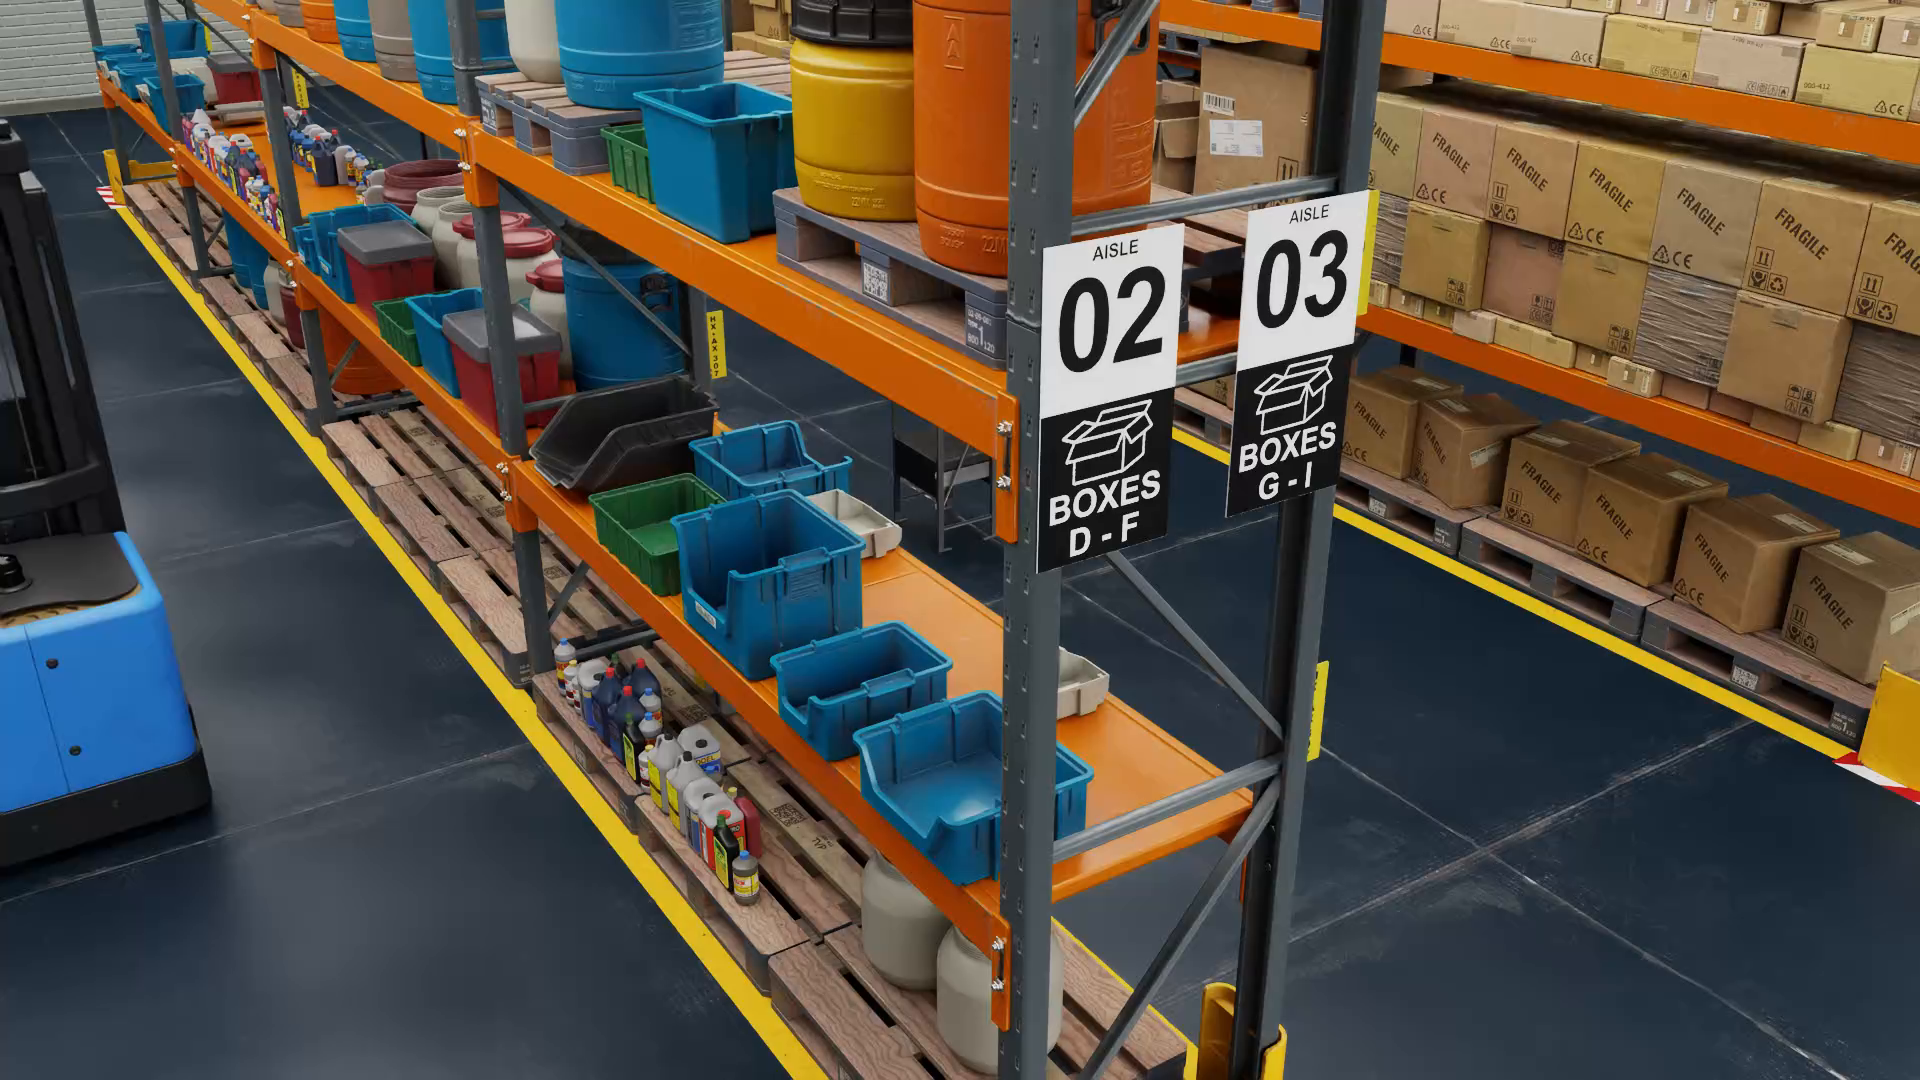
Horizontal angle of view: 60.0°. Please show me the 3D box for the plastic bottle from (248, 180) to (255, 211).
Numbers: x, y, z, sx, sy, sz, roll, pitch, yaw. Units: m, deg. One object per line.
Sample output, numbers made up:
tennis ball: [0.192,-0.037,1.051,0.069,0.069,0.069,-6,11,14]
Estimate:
plastic bottle: [-4.881,-2.395,11.543,0.097,0.201,0.097,0,25,0]

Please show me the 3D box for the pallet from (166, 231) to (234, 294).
pallet: [-6.428,-2.526,14.854,1.003,0.211,1.213,-16,29,-30]

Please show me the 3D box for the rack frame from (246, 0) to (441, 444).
rack frame: [-3.810,-2.103,10.690,1.000,3.000,0.127,-16,29,-30]

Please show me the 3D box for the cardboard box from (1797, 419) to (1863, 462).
cardboard box: [4.063,-0.503,7.596,0.380,0.149,0.250,-16,29,-30]

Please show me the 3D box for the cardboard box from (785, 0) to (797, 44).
cardboard box: [-1.124,-4.712,14.925,0.797,0.503,0.637,-15,29,-29]

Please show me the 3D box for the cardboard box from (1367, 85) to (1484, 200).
cardboard box: [2.556,-2.238,9.340,0.500,0.500,0.500,-16,29,-30]

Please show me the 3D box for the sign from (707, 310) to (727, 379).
sign: [-1.160,-0.921,7.864,0.100,0.325,0.005,-16,29,-30]

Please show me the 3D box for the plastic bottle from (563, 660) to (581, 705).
plastic bottle: [-1.765,0.647,7.628,0.097,0.201,0.097,0,25,0]

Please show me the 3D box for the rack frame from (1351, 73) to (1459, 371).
rack frame: [2.523,-1.826,10.105,1.000,3.000,0.127,-16,29,-30]

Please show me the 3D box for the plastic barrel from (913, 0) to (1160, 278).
plastic barrel: [0.185,-1.126,4.113,0.600,0.830,0.708,-16,29,-30]

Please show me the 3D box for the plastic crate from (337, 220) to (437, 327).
plastic crate: [-3.185,-1.482,9.301,0.402,0.464,0.583,-16,29,-30]

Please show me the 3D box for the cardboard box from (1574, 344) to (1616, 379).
cardboard box: [3.393,-0.953,8.550,0.380,0.149,0.250,-16,29,-30]

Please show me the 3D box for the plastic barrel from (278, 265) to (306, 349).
plastic barrel: [-4.708,-1.777,12.333,0.600,0.588,0.708,-16,29,-30]

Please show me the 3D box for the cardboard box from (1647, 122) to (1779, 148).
cardboard box: [3.816,-1.824,8.463,0.500,0.500,0.500,-16,29,-30]

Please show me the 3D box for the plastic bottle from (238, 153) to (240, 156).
plastic bottle: [-5.135,-2.632,11.948,0.061,0.283,0.133,-16,29,-30]

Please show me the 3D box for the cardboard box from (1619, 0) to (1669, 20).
cardboard box: [3.355,-2.565,7.865,0.380,0.149,0.250,-15,29,-28]

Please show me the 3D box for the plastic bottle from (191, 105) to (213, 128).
plastic bottle: [-6.051,-3.295,13.274,0.144,0.351,0.185,-16,29,-30]

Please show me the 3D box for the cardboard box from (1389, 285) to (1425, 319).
cardboard box: [2.674,-1.390,9.476,0.380,0.149,0.250,-16,29,-30]

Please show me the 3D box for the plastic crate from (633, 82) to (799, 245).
plastic crate: [-0.736,-1.202,5.288,0.392,0.384,0.575,-16,29,-30]

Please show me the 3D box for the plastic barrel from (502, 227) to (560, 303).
plastic barrel: [-2.366,-1.389,9.020,0.433,0.535,0.433,0,25,0]

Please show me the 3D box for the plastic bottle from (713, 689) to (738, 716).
plastic bottle: [-1.039,0.636,7.564,0.152,0.276,0.135,-16,29,-30]

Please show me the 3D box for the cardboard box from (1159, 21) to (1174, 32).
cardboard box: [2.353,-5.538,17.769,0.380,0.149,0.250,-15,29,-29]

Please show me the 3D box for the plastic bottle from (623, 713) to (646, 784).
plastic bottle: [-1.376,0.879,7.041,0.061,0.283,0.133,-14,29,-27]

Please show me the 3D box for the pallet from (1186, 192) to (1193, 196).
pallet: [1.454,-2.472,11.697,1.003,0.211,1.213,-16,29,-30]

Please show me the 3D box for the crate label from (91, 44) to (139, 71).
crate label: [-8.319,-4.751,16.425,0.416,0.233,0.303,-16,29,-30]

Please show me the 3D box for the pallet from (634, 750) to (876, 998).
pallet: [-0.625,1.276,6.800,1.003,0.211,1.213,-16,29,-30]

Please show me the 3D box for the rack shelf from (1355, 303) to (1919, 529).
rack shelf: [3.615,-0.786,8.743,1.077,0.370,4.000,-16,29,-30]

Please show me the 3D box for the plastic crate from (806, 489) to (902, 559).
plastic crate: [-0.528,-0.031,6.611,0.530,0.136,0.437,-16,29,-30]

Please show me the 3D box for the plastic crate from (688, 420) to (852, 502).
plastic crate: [-0.795,-0.272,6.987,0.499,0.251,0.616,-16,29,-30]

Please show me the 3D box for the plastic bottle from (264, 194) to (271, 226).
plastic bottle: [-4.615,-2.221,11.174,0.097,0.201,0.097,0,25,0]

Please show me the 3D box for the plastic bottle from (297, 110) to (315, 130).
plastic bottle: [-5.117,-3.192,13.057,0.144,0.351,0.185,-16,29,-30]

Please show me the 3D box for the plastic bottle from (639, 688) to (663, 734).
plastic bottle: [-1.353,0.772,7.282,0.097,0.271,0.097,0,25,0]

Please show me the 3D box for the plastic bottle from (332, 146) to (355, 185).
plastic bottle: [-4.533,-2.773,12.255,0.152,0.276,0.135,-16,29,-30]

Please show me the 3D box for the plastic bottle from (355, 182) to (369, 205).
plastic bottle: [-4.123,-2.373,11.495,0.097,0.201,0.097,0,25,0]

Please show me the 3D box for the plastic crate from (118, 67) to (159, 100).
plastic crate: [-7.436,-4.172,15.200,0.416,0.233,0.300,-16,29,-30]

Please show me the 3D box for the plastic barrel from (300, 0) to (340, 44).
plastic barrel: [-3.187,-3.075,8.733,0.600,0.830,0.708,-16,29,-30]

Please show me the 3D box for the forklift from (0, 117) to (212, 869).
forklift: [-4.496,-0.534,7.447,1.130,2.935,3.031,-16,30,-31]

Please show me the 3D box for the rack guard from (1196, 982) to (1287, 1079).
rack guard: [0.476,1.873,5.197,1.175,0.500,0.348,-16,29,-30]

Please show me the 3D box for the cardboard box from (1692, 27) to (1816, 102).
cardboard box: [3.683,-2.161,7.475,0.500,0.250,0.500,-15,29,-28]

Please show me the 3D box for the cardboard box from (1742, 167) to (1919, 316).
cardboard box: [3.922,-1.344,7.447,0.500,0.500,0.500,-16,29,-30]

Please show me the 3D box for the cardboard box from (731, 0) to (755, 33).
cardboard box: [-2.319,-5.196,16.191,0.500,0.500,0.500,-15,29,-28]

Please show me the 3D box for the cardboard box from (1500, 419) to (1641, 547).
cardboard box: [3.432,-0.327,9.364,0.500,0.500,0.500,-19,31,-34]

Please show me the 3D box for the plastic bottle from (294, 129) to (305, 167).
plastic bottle: [-5.054,-3.015,12.773,0.097,0.271,0.097,0,25,0]

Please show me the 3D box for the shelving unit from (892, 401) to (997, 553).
shelving unit: [-0.090,-1.009,9.427,0.431,2.100,0.503,-16,29,-30]

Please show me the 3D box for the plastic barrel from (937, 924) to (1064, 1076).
plastic barrel: [0.134,1.476,5.531,0.421,0.512,0.421,0,25,0]

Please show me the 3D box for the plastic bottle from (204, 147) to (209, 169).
plastic bottle: [-5.714,-2.941,12.699,0.097,0.201,0.097,0,25,0]

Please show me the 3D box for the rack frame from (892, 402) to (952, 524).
rack frame: [-0.224,-1.096,9.612,0.400,2.100,0.015,-16,29,-30]

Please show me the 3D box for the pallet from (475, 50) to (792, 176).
pallet: [-1.151,-1.708,6.561,1.213,0.211,1.003,-16,29,-30]

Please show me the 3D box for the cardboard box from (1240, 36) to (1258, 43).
cardboard box: [3.049,-5.079,16.797,0.380,0.149,0.250,-17,30,-32]

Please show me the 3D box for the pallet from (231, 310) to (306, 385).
pallet: [-4.938,-1.550,12.786,1.003,0.211,1.213,-16,29,-30]

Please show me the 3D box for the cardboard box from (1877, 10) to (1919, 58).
cardboard box: [4.009,-2.084,6.845,0.380,0.149,0.250,-17,30,-32]

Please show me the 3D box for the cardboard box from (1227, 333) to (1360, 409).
cardboard box: [2.206,-1.119,11.020,0.700,0.500,0.500,-18,31,-33]

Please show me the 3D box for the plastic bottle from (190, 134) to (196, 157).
plastic bottle: [-6.000,-3.128,13.096,0.097,0.201,0.097,0,25,0]

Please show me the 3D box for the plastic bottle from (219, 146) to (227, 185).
plastic bottle: [-5.388,-2.759,12.231,0.097,0.271,0.097,0,25,0]

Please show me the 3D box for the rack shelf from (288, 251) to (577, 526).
rack shelf: [-2.719,-1.062,9.329,1.077,0.370,4.000,-16,29,-30]

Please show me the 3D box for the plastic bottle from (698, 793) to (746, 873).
plastic bottle: [-0.928,1.140,6.496,0.152,0.276,0.135,-15,29,-29]

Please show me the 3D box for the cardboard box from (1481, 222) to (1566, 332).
cardboard box: [3.318,-1.488,8.923,0.875,0.500,0.500,-16,29,-30]

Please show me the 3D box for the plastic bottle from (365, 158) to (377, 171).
plastic bottle: [-4.189,-2.587,11.852,0.061,0.283,0.133,-16,29,-30]
